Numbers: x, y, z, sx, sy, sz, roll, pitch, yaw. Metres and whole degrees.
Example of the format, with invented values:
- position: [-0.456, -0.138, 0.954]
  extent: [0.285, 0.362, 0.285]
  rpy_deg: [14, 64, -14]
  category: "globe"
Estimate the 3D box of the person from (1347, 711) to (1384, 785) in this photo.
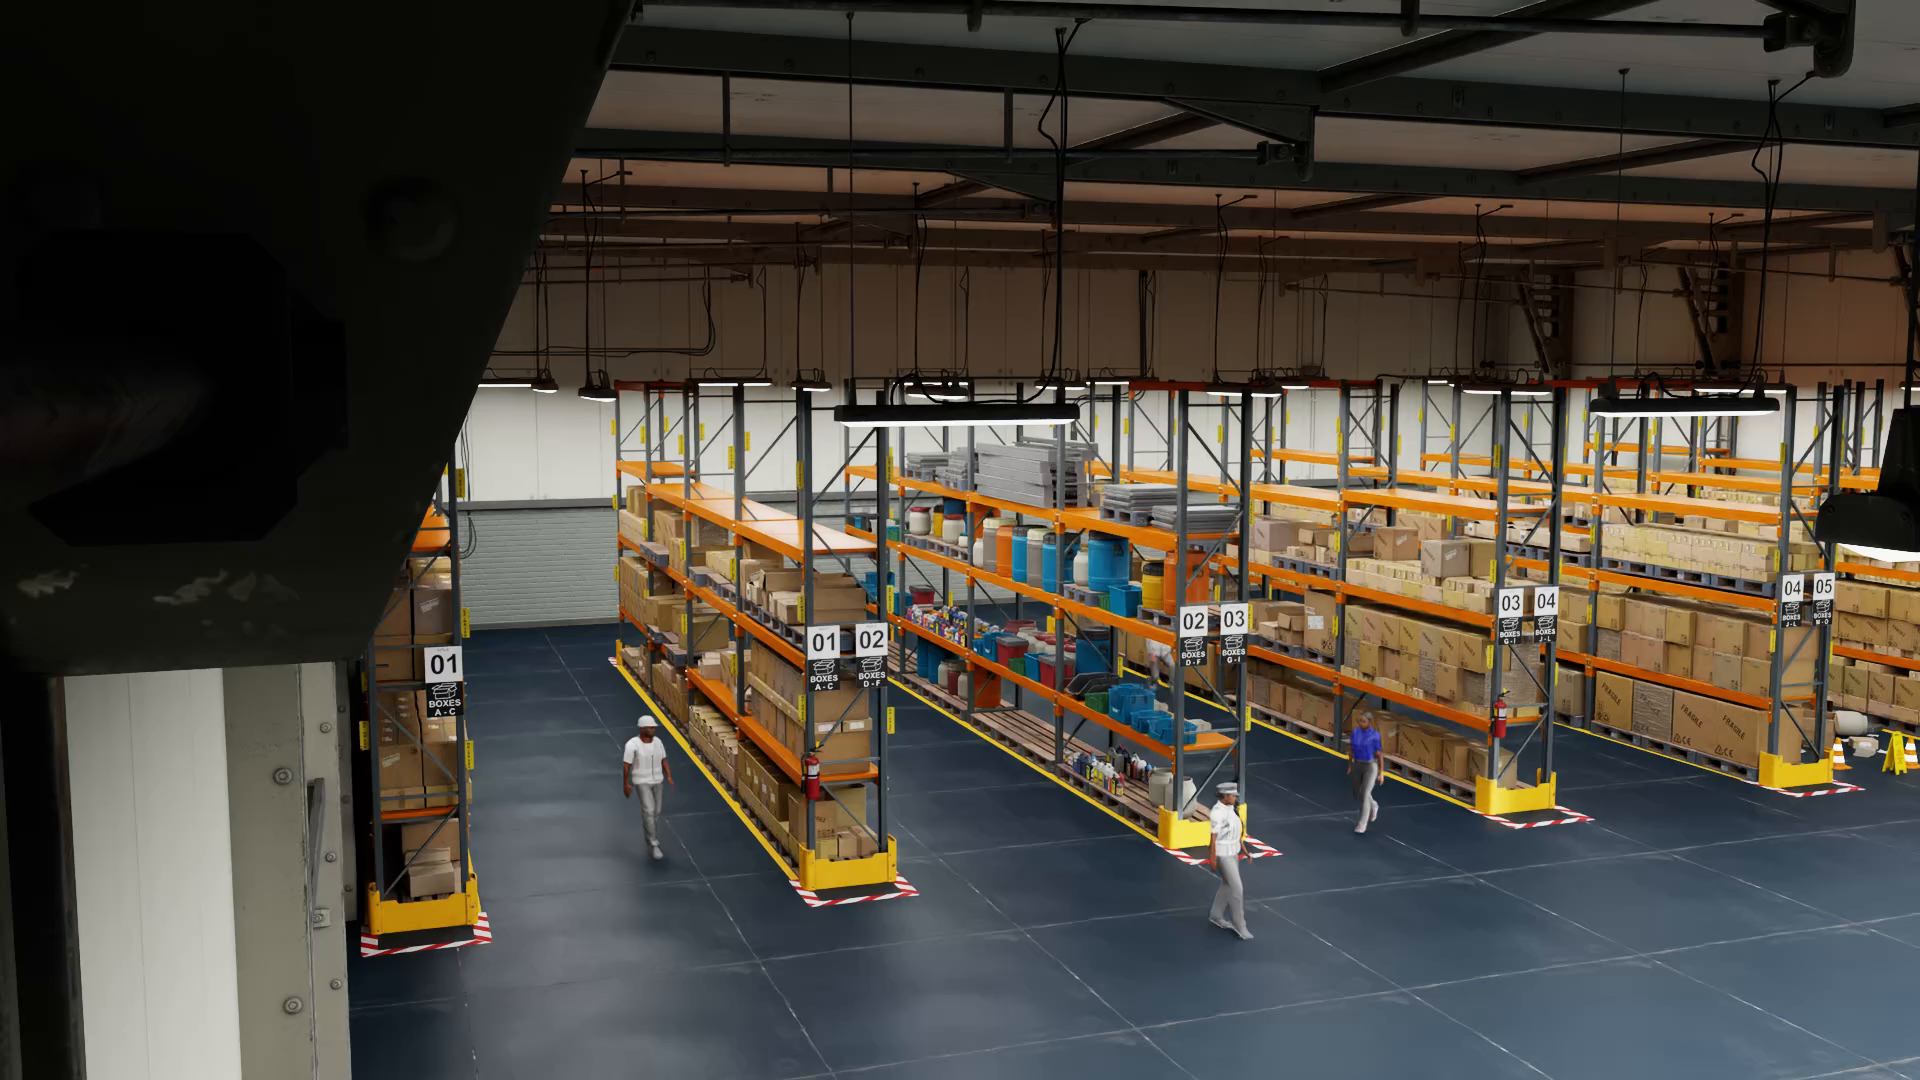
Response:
- position: [5.517, 2.816, 22.627]
  extent: [0.257, 0.984, 0.525]
  rpy_deg: [-6, 8, -43]
  category: "person"

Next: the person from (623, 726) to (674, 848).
- position: [-4.028, 3.203, 21.686]
  extent: [0.600, 1.531, 0.639]
  rpy_deg: [-6, 8, -43]
  category: "person"

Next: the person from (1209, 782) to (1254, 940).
- position: [3.066, 3.561, 18.572]
  extent: [0.611, 1.694, 0.449]
  rpy_deg: [3, 7, 30]
  category: "person"

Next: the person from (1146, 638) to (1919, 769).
- position: [4.932, 1.226, 19.946]
  extent: [22.089, 6.000, 22.351]
  rpy_deg: [-1, 6, -8]
  category: "person"
